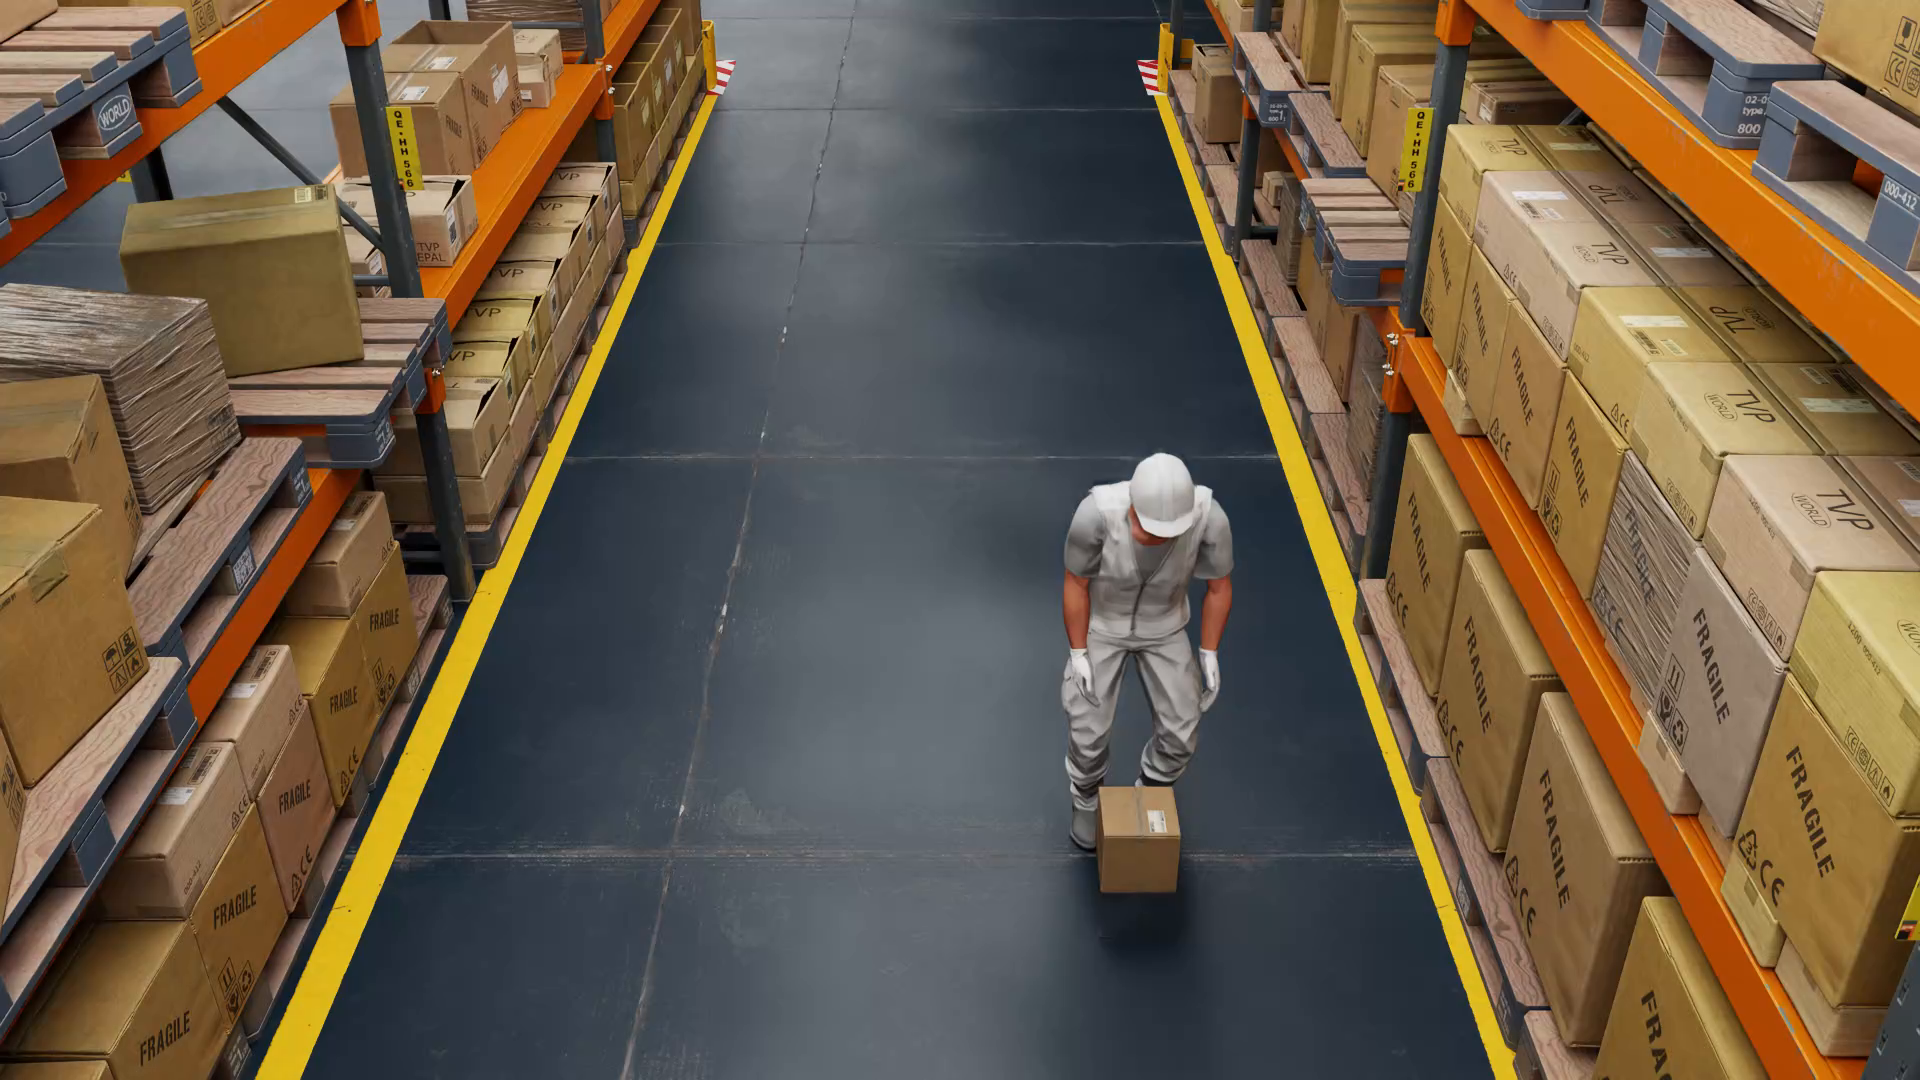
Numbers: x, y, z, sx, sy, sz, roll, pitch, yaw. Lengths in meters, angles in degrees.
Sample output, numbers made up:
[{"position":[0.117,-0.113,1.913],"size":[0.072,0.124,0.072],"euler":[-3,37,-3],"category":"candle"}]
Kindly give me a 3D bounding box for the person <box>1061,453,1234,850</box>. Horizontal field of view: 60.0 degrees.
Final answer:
[{"position":[0.627,0.358,5.680],"size":[0.568,1.627,0.602],"euler":[0,31,1],"category":"person"}]
